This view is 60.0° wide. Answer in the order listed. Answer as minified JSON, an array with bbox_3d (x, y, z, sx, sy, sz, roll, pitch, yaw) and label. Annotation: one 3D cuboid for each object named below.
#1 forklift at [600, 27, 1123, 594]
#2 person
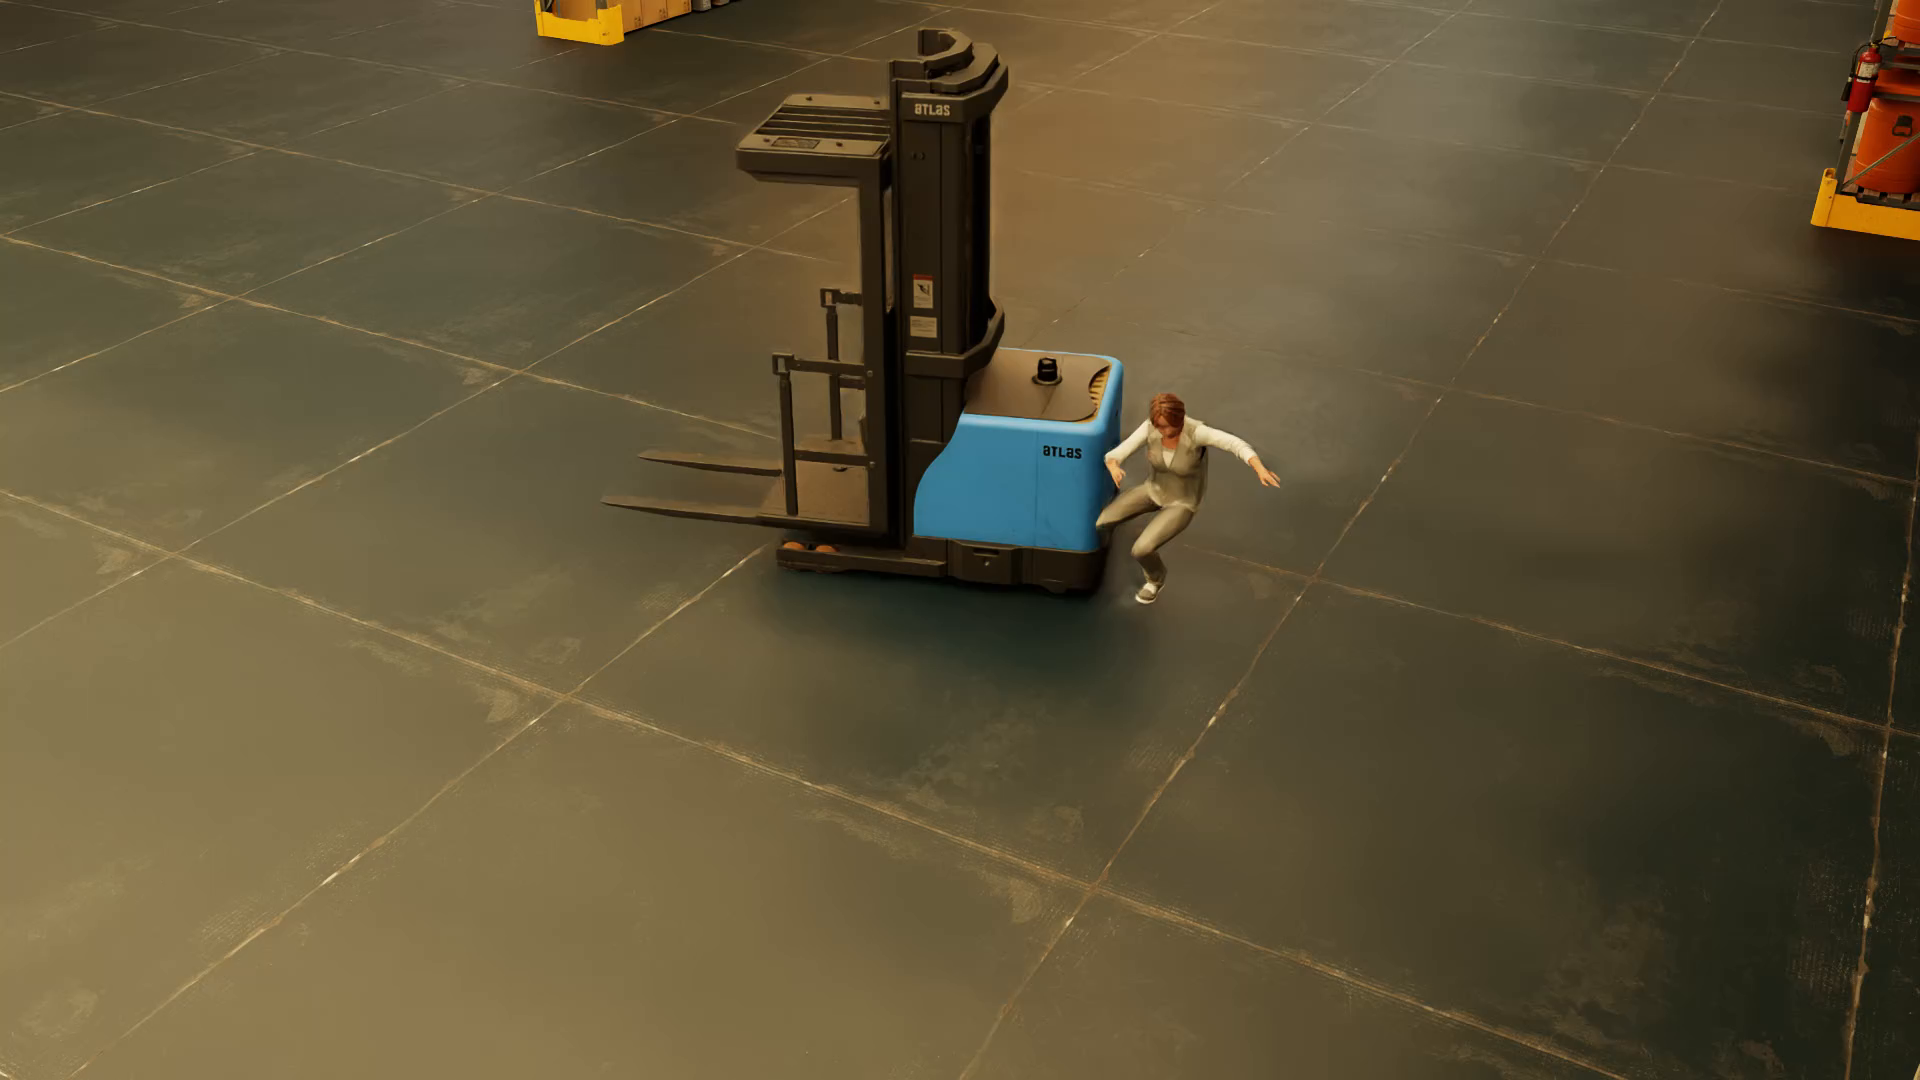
[{"bbox_3d":[-0.606,-1.323,9.363,3.031,2.935,1.130,6,30,10],"label":"forklift"},{"bbox_3d":[1.106,-0.166,8.979,1.360,1.316,0.732,18,35,29],"label":"person"}]
